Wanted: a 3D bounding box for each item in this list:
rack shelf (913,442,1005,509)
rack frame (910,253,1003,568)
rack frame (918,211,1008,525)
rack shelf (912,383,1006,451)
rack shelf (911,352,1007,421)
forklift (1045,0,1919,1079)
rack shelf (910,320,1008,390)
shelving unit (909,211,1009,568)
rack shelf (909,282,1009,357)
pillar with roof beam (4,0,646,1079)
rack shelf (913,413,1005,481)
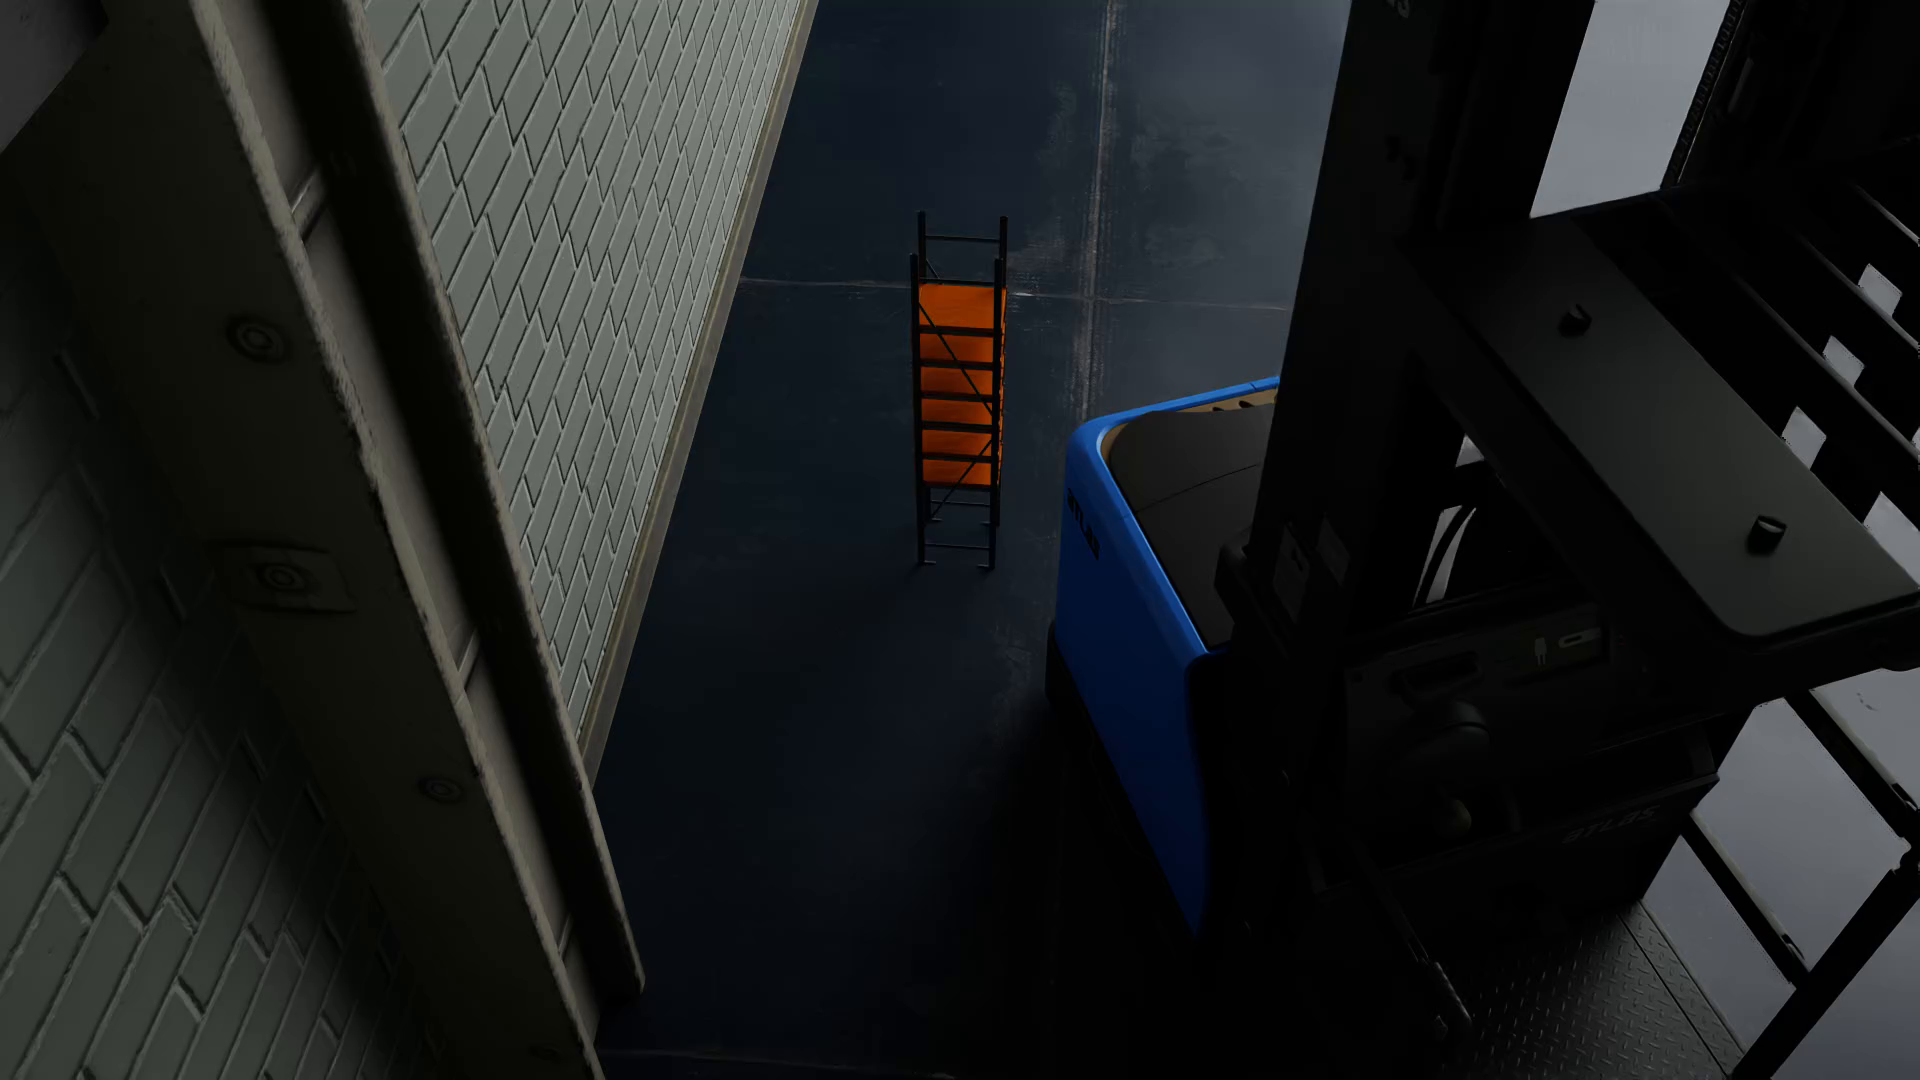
[{"bbox_3d":[-0.001,-0.202,5.007,0.258,0.103,0.180,4,48,4],"label":"rack shelf"},{"bbox_3d":[-0.010,-0.327,4.736,0.240,1.200,0.006,4,48,4],"label":"rack frame"},{"bbox_3d":[0.007,-0.462,4.859,0.240,1.200,0.006,4,48,4],"label":"rack frame"},{"bbox_3d":[-0.001,-0.364,4.830,0.258,0.103,0.180,4,48,4],"label":"rack shelf"},{"bbox_3d":[-0.001,-0.445,4.742,0.258,0.103,0.180,4,48,4],"label":"rack shelf"},{"bbox_3d":[1.188,0.373,2.923,1.130,2.935,3.031,-14,49,-12],"label":"forklift"},{"bbox_3d":[-0.001,-0.526,4.653,0.258,0.103,0.180,4,48,4],"label":"rack shelf"},{"bbox_3d":[-0.001,-0.394,4.798,0.258,1.200,0.189,4,48,4],"label":"shelving unit"},{"bbox_3d":[-0.001,-0.607,4.565,0.258,0.103,0.180,4,48,4],"label":"rack shelf"},{"bbox_3d":[3.316,-1.504,0.527,9.100,9.000,0.400,4,48,4],"label":"pillar with roof beam"},{"bbox_3d":[-0.001,-0.283,4.919,0.258,0.103,0.180,4,48,4],"label":"rack shelf"}]
